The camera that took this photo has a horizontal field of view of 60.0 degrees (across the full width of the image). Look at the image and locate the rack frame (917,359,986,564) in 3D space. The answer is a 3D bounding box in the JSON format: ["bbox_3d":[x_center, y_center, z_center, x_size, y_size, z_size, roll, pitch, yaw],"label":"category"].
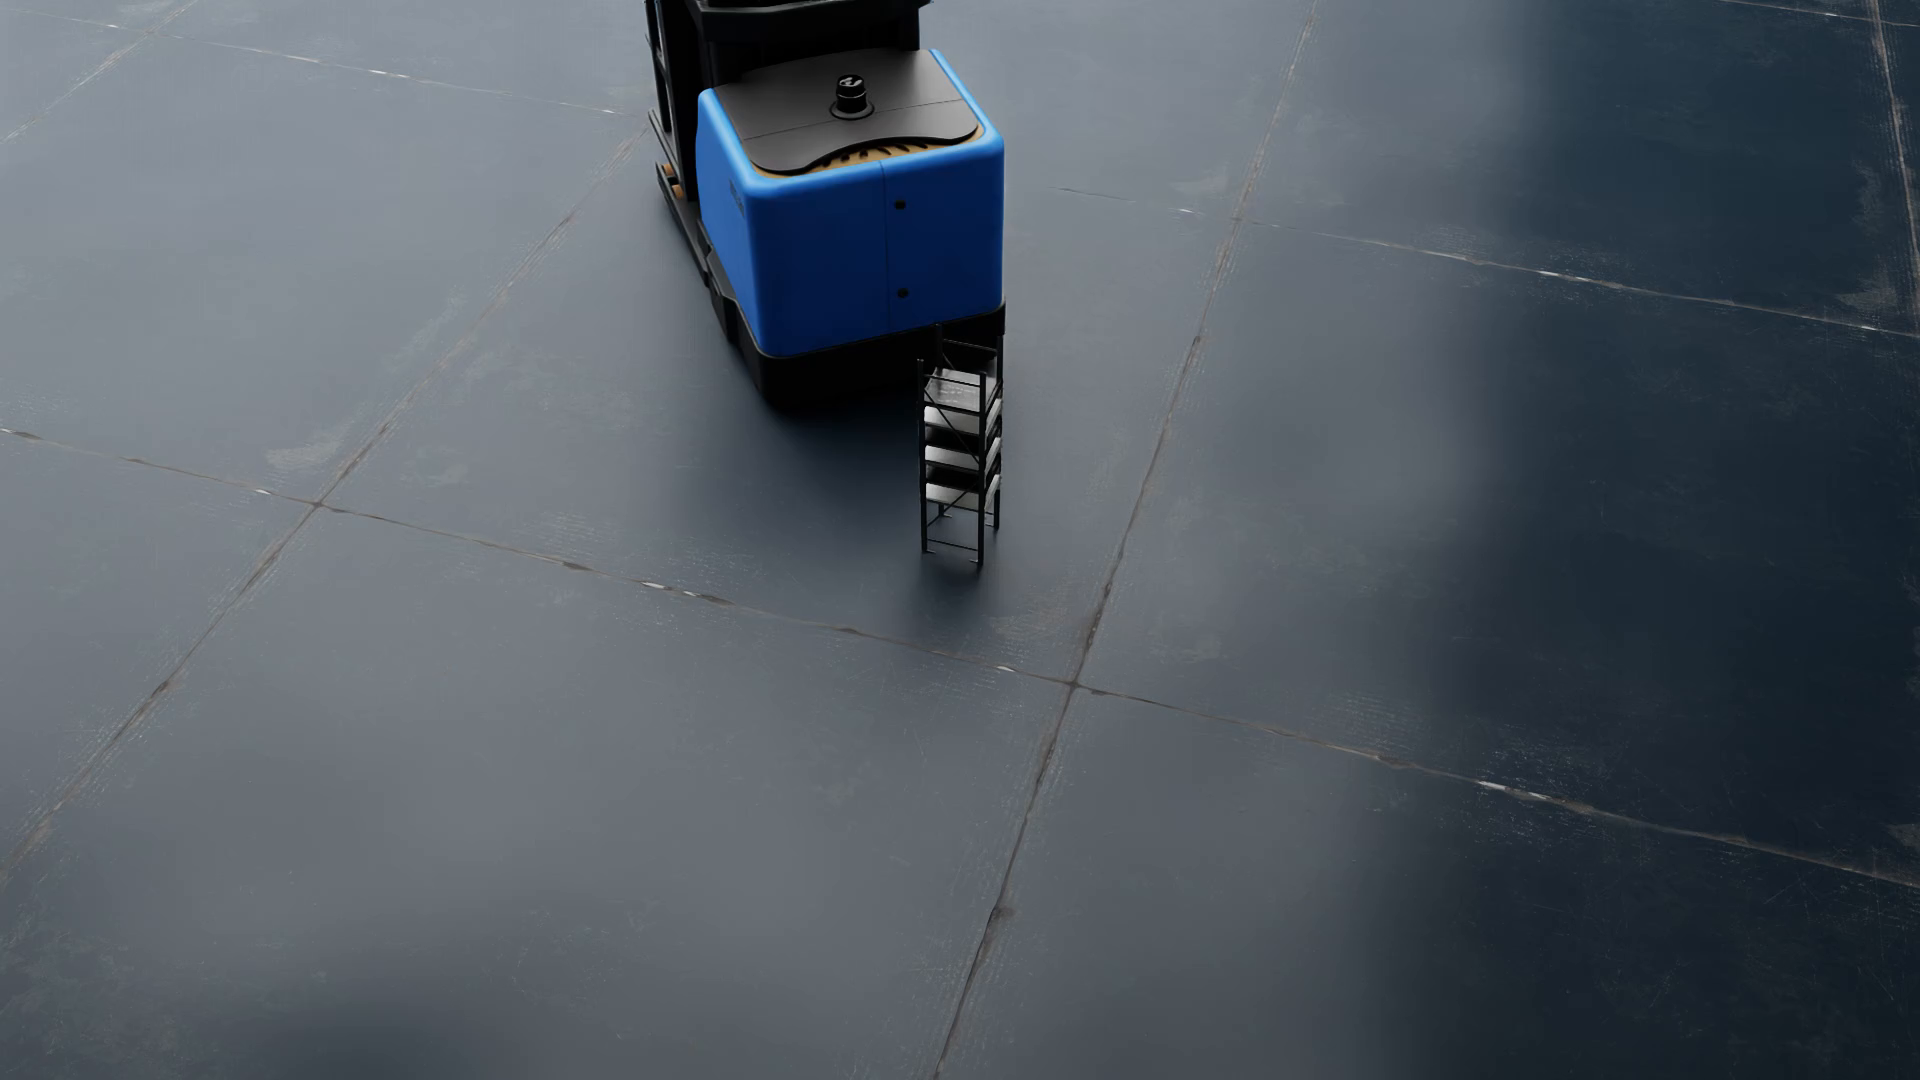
[{"bbox_3d":[-0.028,-0.259,5.872,0.240,0.900,0.006,13,46,12],"label":"rack frame"}]

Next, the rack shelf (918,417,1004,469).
[{"bbox_3d":[0.002,-0.368,5.901,0.258,0.077,0.200,13,46,12],"label":"rack shelf"}]

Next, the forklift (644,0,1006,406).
[{"bbox_3d":[-0.796,-2.635,6.847,1.130,2.935,3.031,-14,46,-14],"label":"forklift"}]

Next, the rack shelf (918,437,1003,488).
[{"bbox_3d":[0.002,-0.303,5.964,0.258,0.077,0.200,13,46,12],"label":"rack shelf"}]

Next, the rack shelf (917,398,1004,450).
[{"bbox_3d":[0.002,-0.432,5.838,0.258,0.077,0.200,13,46,12],"label":"rack shelf"}]

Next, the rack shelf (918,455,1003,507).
[{"bbox_3d":[0.002,-0.239,6.027,0.258,0.077,0.200,13,46,12],"label":"rack shelf"}]

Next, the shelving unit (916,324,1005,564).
[{"bbox_3d":[0.002,-0.327,5.941,0.258,0.900,0.210,13,46,12],"label":"shelving unit"}]

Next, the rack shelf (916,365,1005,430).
[{"bbox_3d":[0.002,-0.496,5.775,0.258,0.077,0.200,13,46,12],"label":"rack shelf"}]

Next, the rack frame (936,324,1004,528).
[{"bbox_3d":[0.033,-0.395,6.010,0.240,0.900,0.006,13,46,12],"label":"rack frame"}]

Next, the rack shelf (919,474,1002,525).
[{"bbox_3d":[0.002,-0.175,6.090,0.258,0.077,0.200,13,46,12],"label":"rack shelf"}]
